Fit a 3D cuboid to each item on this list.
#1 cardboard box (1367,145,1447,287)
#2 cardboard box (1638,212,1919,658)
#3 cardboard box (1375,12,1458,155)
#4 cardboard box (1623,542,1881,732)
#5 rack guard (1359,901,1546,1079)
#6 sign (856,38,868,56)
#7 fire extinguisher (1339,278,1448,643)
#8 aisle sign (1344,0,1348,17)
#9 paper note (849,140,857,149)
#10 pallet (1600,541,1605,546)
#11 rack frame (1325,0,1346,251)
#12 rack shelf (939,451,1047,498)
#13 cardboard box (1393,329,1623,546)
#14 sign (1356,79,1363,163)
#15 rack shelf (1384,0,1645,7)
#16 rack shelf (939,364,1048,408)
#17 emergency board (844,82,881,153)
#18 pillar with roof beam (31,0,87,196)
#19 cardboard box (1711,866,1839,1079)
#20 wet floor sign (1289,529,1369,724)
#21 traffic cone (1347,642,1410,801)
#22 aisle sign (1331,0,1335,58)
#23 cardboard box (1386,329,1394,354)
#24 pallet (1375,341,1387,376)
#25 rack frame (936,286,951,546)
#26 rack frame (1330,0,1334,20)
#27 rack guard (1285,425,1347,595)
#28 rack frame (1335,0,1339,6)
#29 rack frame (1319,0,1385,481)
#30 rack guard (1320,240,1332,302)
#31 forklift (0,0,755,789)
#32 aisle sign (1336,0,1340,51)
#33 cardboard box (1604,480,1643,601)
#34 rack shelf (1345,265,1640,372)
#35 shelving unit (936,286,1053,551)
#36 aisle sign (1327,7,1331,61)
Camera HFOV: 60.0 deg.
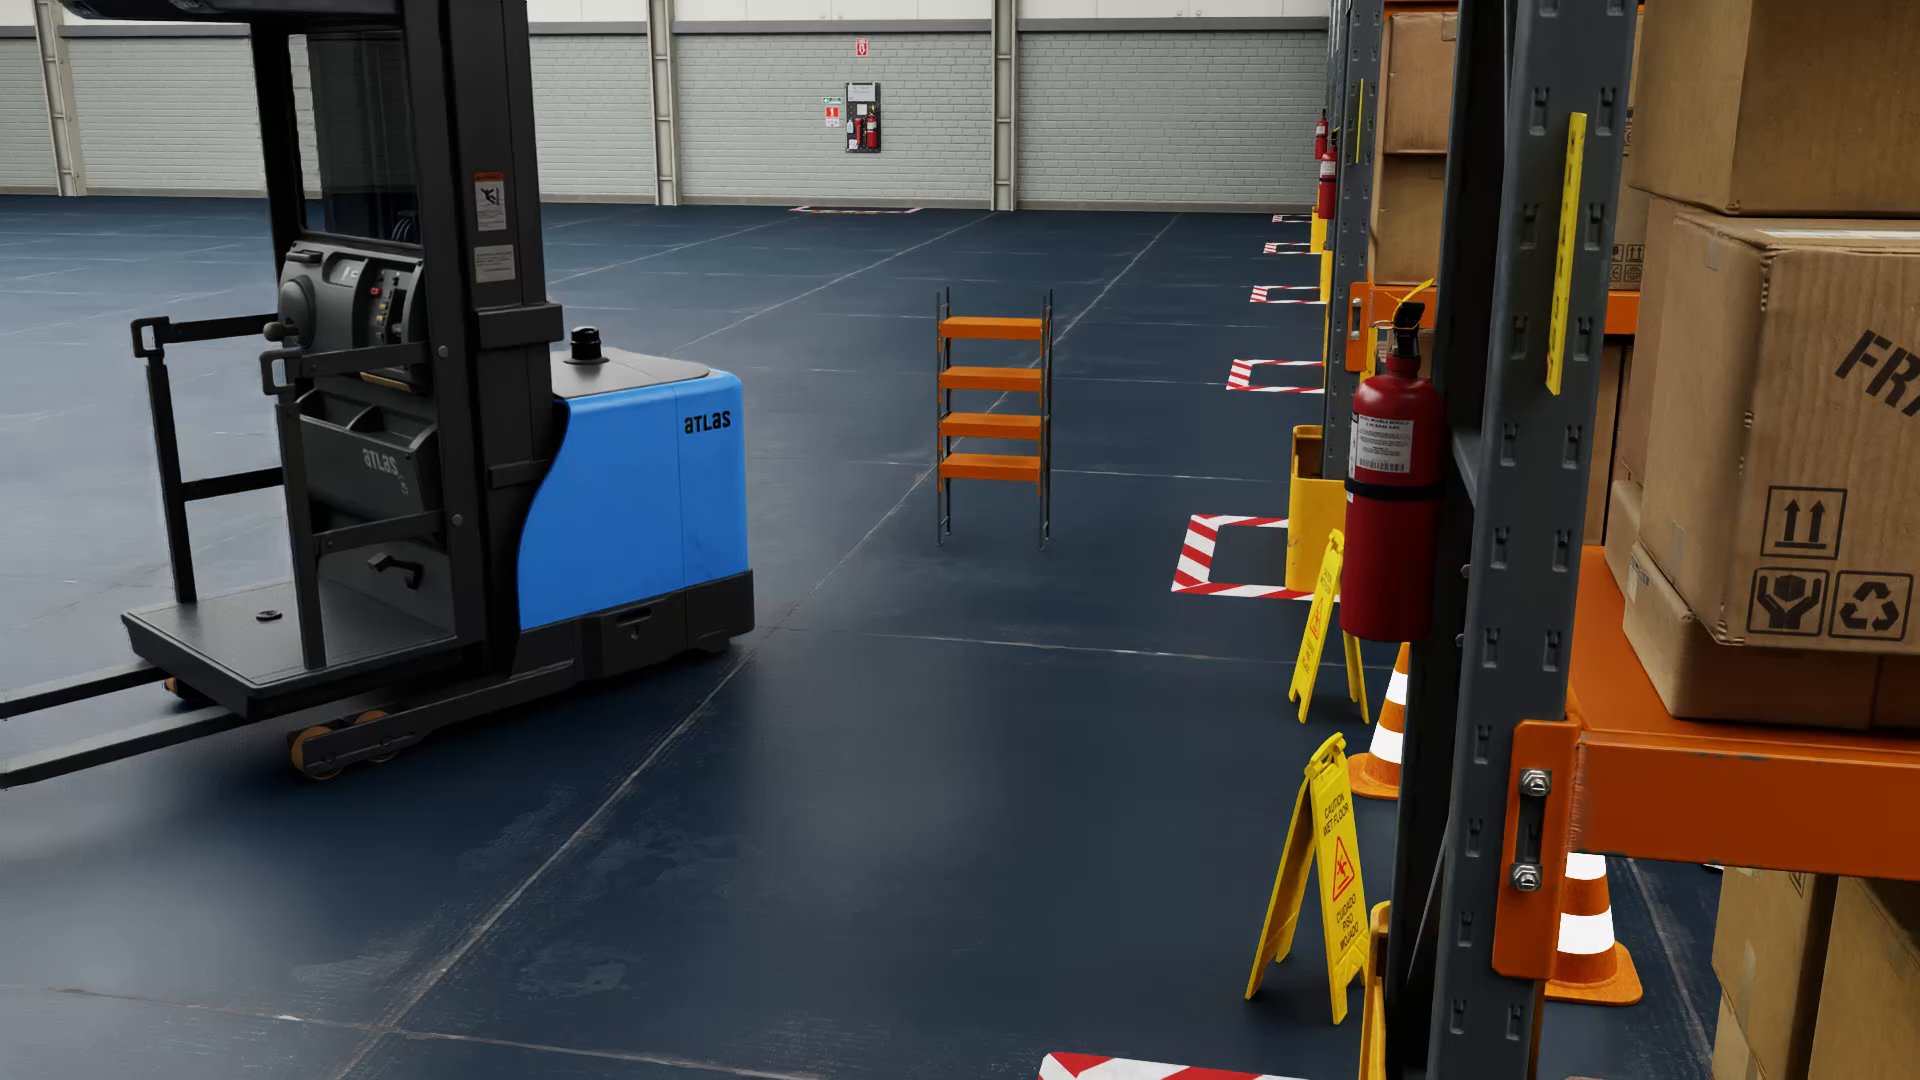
[{"bbox_3d":[2.088,-1.430,7.253,0.550,0.550,0.875,3,16,11],"label":"cardboard box"},{"bbox_3d":[1.237,-0.159,2.202,0.500,0.500,0.500,3,16,10],"label":"cardboard box"},{"bbox_3d":[2.071,-1.928,7.030,0.550,0.550,0.875,3,16,11],"label":"cardboard box"},{"bbox_3d":[1.119,0.128,2.380,0.250,0.149,0.380,3,16,11],"label":"cardboard box"},{"bbox_3d":[0.902,1.144,2.927,0.348,0.500,1.175,3,16,11],"label":"rack guard"},{"bbox_3d":[-1.660,-8.338,28.131,0.199,0.298,0.001,3,16,11],"label":"sign"},{"bbox_3d":[0.807,-0.154,3.075,0.183,0.674,0.296,3,16,11],"label":"fire extinguisher"},{"bbox_3d":[1.705,-2.700,7.252,0.004,0.787,0.394,3,16,11],"label":"aisle sign"},{"bbox_3d":[-1.831,-6.797,28.562,0.142,0.148,0.016,3,16,11],"label":"paper note"},{"bbox_3d":[2.514,0.001,7.594,1.213,0.211,1.003,3,16,11],"label":"pallet"},{"bbox_3d":[3.789,-3.953,16.644,0.127,3.000,1.000,3,16,11],"label":"rack frame"},{"bbox_3d":[0.162,-0.313,7.871,0.480,0.148,0.258,3,16,11],"label":"rack shelf"},{"bbox_3d":[2.393,-0.525,7.461,0.875,0.875,0.875,3,16,11],"label":"cardboard box"},{"bbox_3d":[1.599,-1.676,6.653,0.005,0.325,0.100,3,16,11],"label":"sign"},{"bbox_3d":[4.762,-3.650,11.278,4.000,0.370,1.077,3,16,11],"label":"rack shelf"},{"bbox_3d":[0.162,-0.720,7.758,0.480,0.148,0.258,3,16,11],"label":"rack shelf"},{"bbox_3d":[-1.672,-7.194,28.345,0.643,1.169,0.194,3,16,11],"label":"emergency board"},{"bbox_3d":[-17.755,-9.775,26.425,0.400,9.000,9.100,3,16,11],"label":"pillar with roof beam"},{"bbox_3d":[1.665,0.671,2.911,0.500,0.500,0.500,3,16,11],"label":"cardboard box"},{"bbox_3d":[1.292,0.286,5.752,0.232,0.644,0.267,0,15,1],"label":"wet floor sign"},{"bbox_3d":[1.394,0.535,5.195,0.334,0.463,0.336,3,16,11],"label":"traffic cone"},{"bbox_3d":[4.774,-6.582,21.264,0.004,0.787,0.394,3,16,11],"label":"aisle sign"},{"bbox_3d":[3.411,-1.618,12.108,0.500,0.500,0.500,6,17,21],"label":"cardboard box"},{"bbox_3d":[3.666,-1.257,12.135,1.213,0.211,1.003,3,16,11],"label":"pallet"},{"bbox_3d":[-0.077,-0.582,7.847,0.015,1.200,0.240,3,16,11],"label":"rack frame"},{"bbox_3d":[5.764,-9.436,25.199,0.127,3.000,1.000,3,16,11],"label":"rack frame"},{"bbox_3d":[1.691,-0.162,7.640,0.348,0.500,1.175,3,16,11],"label":"rack guard"},{"bbox_3d":[4.780,-8.140,20.520,0.127,3.000,1.000,3,16,11],"label":"rack frame"},{"bbox_3d":[1.715,-1.365,7.302,0.127,3.000,1.000,3,16,11],"label":"rack frame"},{"bbox_3d":[3.873,-2.757,17.007,0.348,0.500,1.175,3,16,11],"label":"rack guard"},{"bbox_3d":[-2.187,-0.808,5.420,1.130,2.935,3.031,14,21,42],"label":"forklift"},{"bbox_3d":[3.778,-5.287,16.591,0.004,0.787,0.394,3,16,11],"label":"aisle sign"},{"bbox_3d":[1.237,0.020,2.771,0.250,0.149,0.380,4,16,13],"label":"cardboard box"},{"bbox_3d":[3.675,-0.912,7.014,4.000,0.370,1.077,3,16,11],"label":"rack shelf"},{"bbox_3d":[0.162,-0.569,7.800,0.503,1.200,0.258,3,16,11],"label":"shelving unit"},{"bbox_3d":[5.633,-7.723,25.383,0.004,0.787,0.394,3,16,11],"label":"aisle sign"}]
